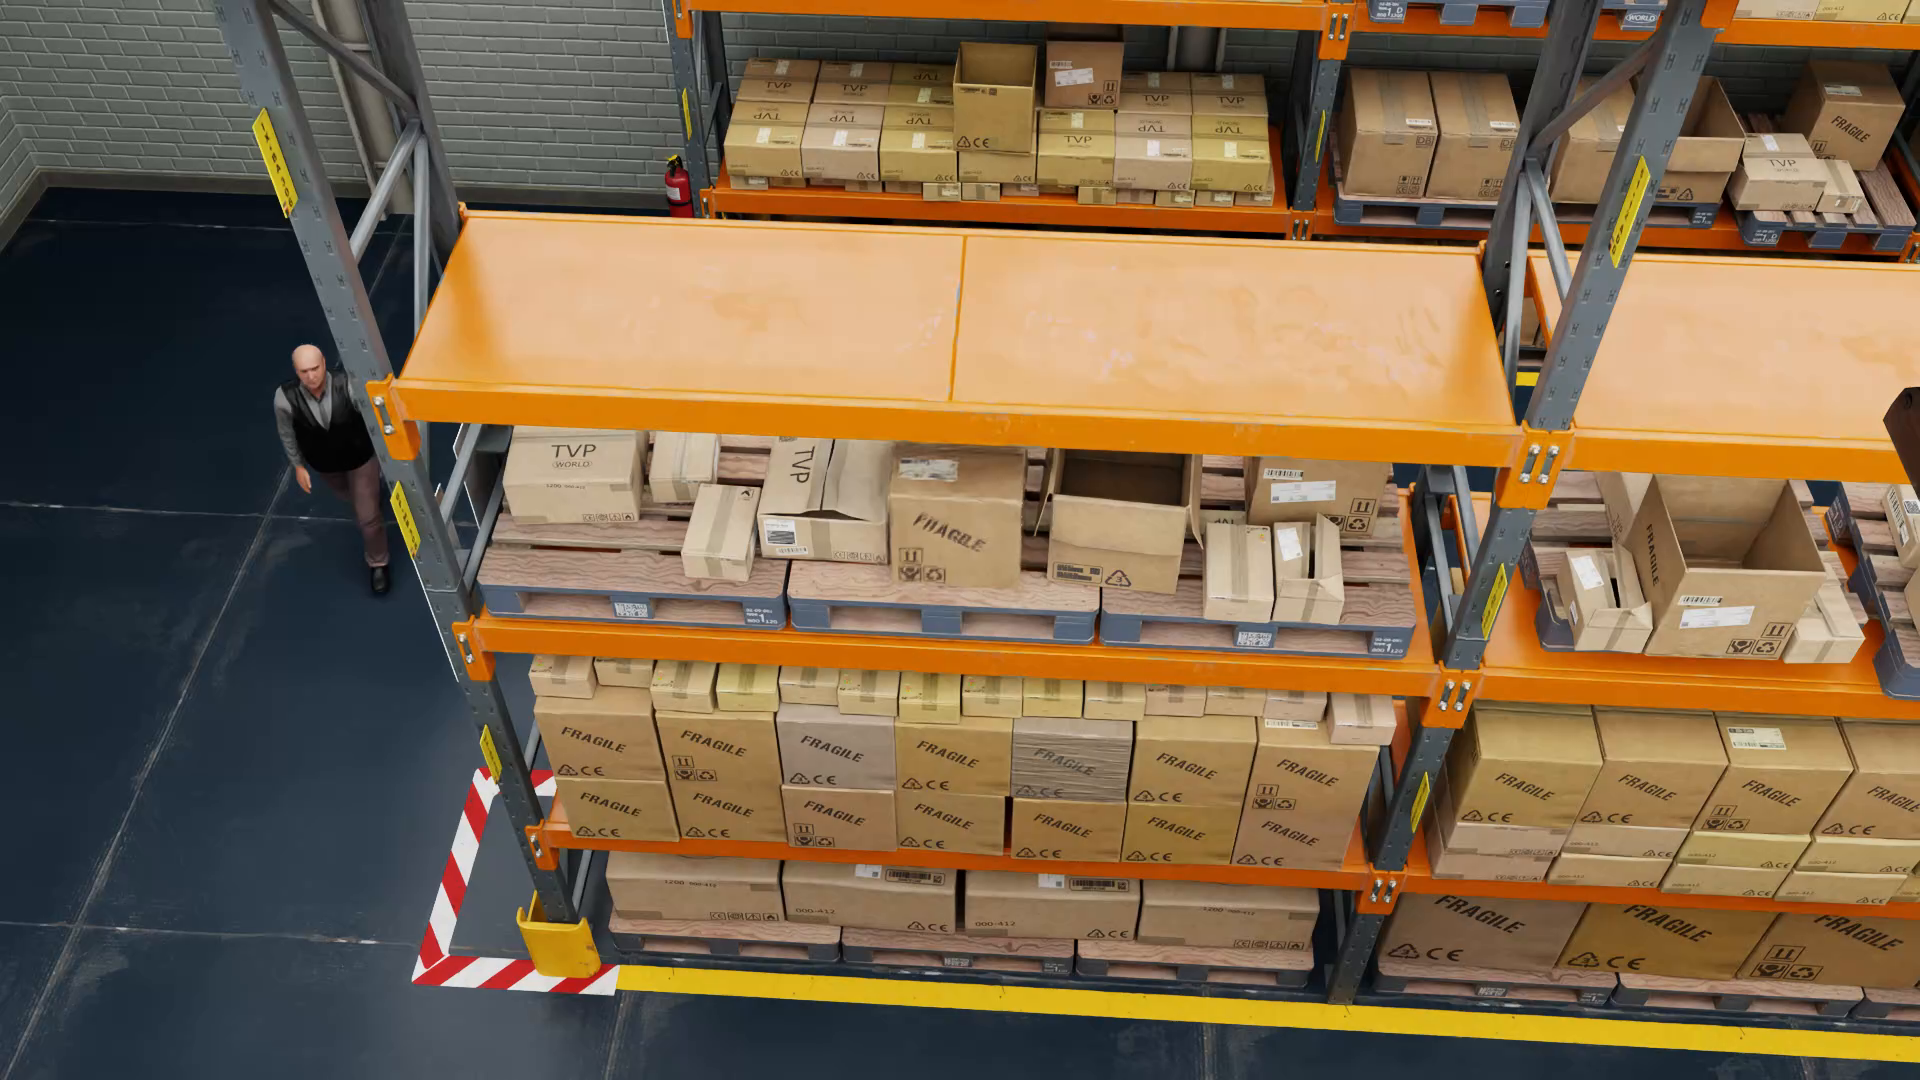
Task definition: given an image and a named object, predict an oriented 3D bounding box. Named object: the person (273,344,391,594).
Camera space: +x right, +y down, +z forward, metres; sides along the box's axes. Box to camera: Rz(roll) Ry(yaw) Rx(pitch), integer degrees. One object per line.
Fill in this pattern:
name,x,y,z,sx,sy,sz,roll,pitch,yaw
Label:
person,-3.766,-0.548,10.095,0.531,1.689,0.964,-3,48,-3
